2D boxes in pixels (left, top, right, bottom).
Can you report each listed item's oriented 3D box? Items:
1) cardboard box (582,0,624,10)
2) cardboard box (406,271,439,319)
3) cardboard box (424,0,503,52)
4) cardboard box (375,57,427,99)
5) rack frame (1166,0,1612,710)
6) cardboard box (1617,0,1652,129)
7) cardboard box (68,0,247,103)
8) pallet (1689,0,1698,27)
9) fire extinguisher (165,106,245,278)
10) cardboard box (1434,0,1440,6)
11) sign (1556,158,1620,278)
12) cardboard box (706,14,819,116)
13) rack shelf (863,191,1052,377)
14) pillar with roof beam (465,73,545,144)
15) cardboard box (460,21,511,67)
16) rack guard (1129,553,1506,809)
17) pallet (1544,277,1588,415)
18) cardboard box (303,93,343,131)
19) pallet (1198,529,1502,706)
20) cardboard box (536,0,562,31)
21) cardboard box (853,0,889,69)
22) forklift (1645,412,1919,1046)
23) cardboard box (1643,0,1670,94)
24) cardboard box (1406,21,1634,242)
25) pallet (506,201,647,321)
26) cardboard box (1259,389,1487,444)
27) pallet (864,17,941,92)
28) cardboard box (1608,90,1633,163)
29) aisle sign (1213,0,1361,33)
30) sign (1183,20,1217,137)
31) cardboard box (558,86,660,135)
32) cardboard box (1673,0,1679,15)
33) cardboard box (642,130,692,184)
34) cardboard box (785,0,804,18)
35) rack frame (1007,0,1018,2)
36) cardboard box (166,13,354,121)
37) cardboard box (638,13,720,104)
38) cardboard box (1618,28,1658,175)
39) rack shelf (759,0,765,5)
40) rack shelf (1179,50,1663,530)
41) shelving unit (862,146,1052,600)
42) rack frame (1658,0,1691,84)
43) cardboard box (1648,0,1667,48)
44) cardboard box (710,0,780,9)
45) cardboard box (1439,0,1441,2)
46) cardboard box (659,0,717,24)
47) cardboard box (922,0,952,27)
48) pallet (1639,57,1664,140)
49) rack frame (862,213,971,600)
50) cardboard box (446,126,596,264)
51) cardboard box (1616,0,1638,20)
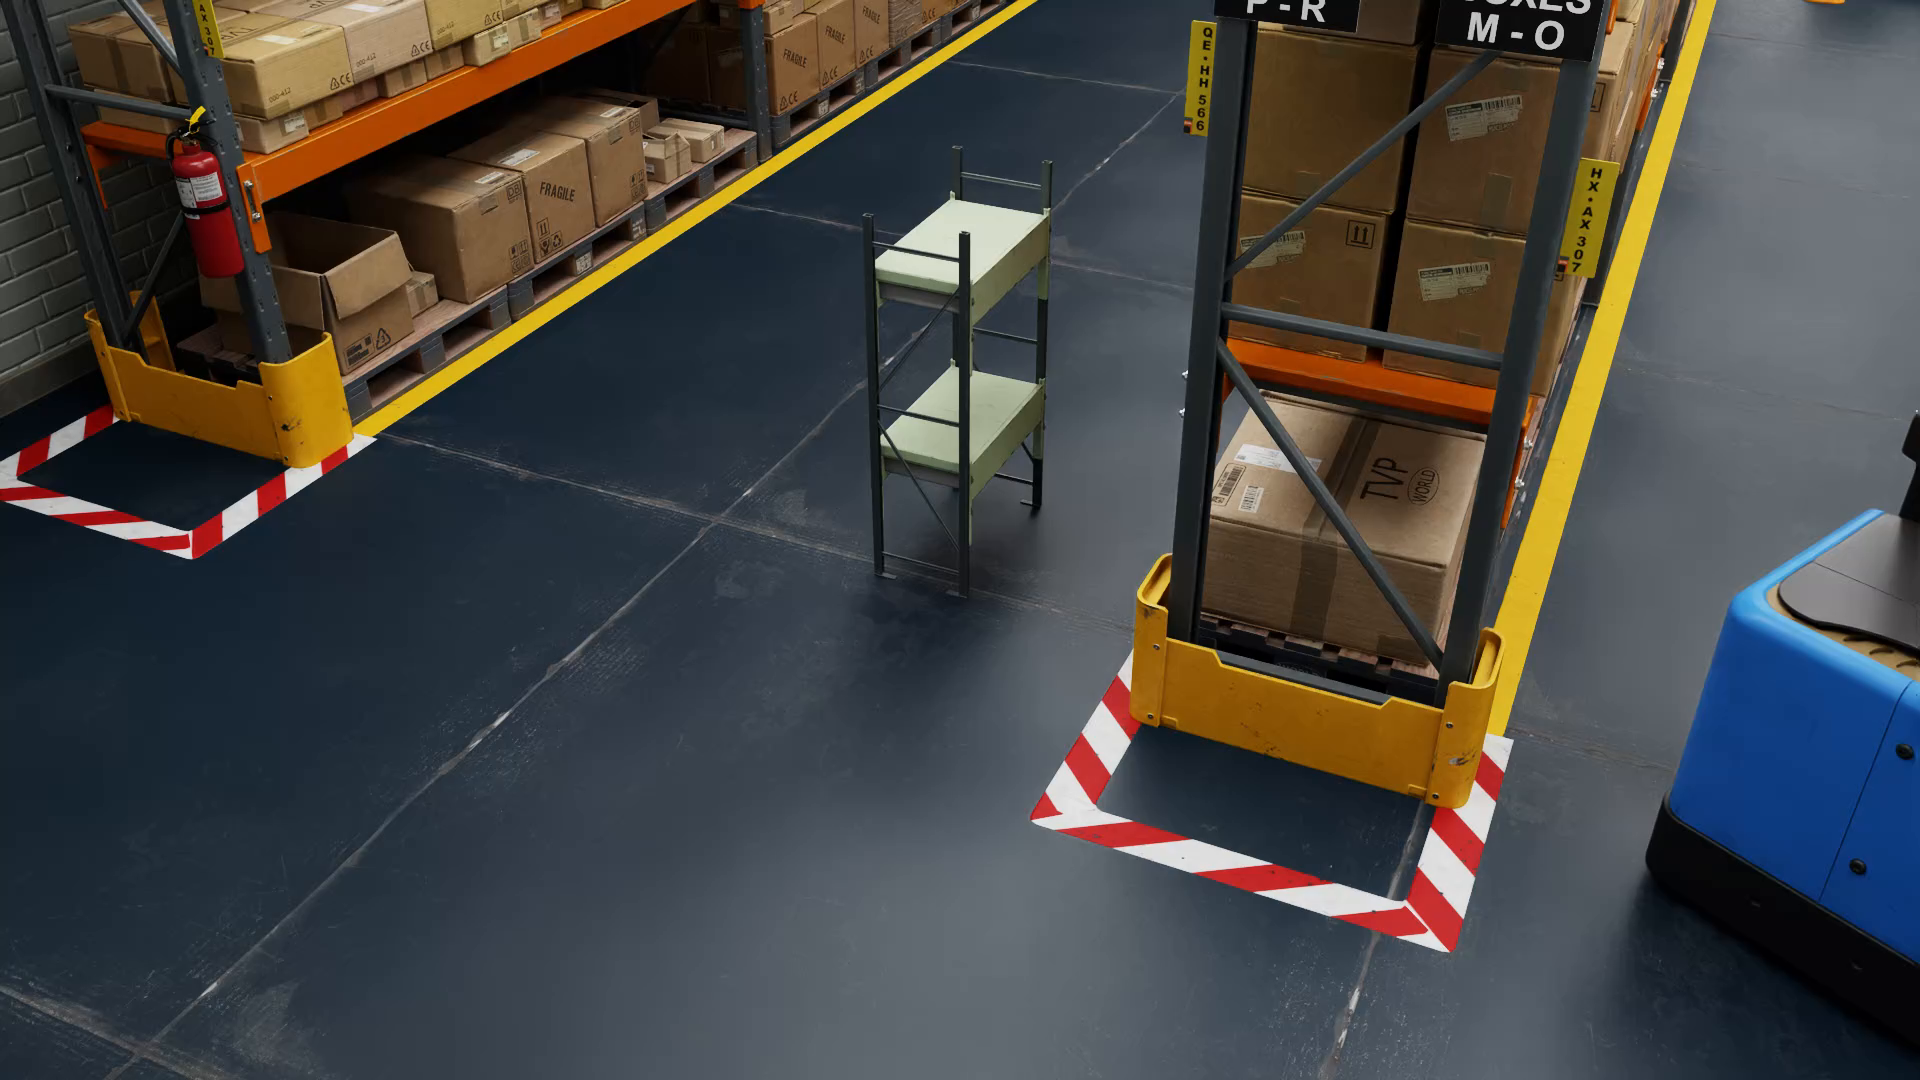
[{"bbox_3d":[-1.948,-2.877,8.631,0.380,0.149,0.250,14,36,20],"label":"cardboard box"},{"bbox_3d":[-2.771,-1.204,8.067,0.380,0.149,0.250,13,35,19],"label":"cardboard box"},{"bbox_3d":[-2.471,-2.465,7.639,0.500,0.250,0.500,13,36,20],"label":"cardboard box"},{"bbox_3d":[-2.635,-2.118,7.474,0.380,0.149,0.250,15,36,22],"label":"cardboard box"},{"bbox_3d":[1.184,-0.598,4.926,1.000,3.000,0.127,14,36,20],"label":"rack frame"},{"bbox_3d":[2.062,-1.748,5.678,0.500,0.500,0.500,14,36,20],"label":"cardboard box"},{"bbox_3d":[-3.374,-2.086,7.062,0.500,0.250,0.500,15,36,22],"label":"cardboard box"},{"bbox_3d":[5.371,-4.410,13.283,1.003,0.211,1.213,14,36,20],"label":"pallet"},{"bbox_3d":[-2.967,-1.367,6.510,0.296,0.674,0.183,14,36,20],"label":"fire extinguisher"},{"bbox_3d":[1.237,-1.686,4.990,0.380,0.149,0.250,15,36,21],"label":"cardboard box"},{"bbox_3d":[1.686,-0.863,4.468,0.100,0.325,0.005,14,36,20],"label":"sign"},{"bbox_3d":[-1.245,-3.046,10.557,0.500,0.500,0.500,16,36,23],"label":"cardboard box"},{"bbox_3d":[0.003,-0.957,6.130,0.431,0.370,0.720,14,36,20],"label":"rack shelf"},{"bbox_3d":[1.148,-5.108,6.333,9.100,9.000,0.400,14,36,20],"label":"pillar with roof beam"},{"bbox_3d":[-2.355,-2.360,7.843,0.380,0.149,0.250,13,35,19],"label":"cardboard box"},{"bbox_3d":[1.174,0.460,5.593,1.175,0.500,0.348,14,36,20],"label":"rack guard"},{"bbox_3d":[2.469,-1.063,8.179,1.003,0.211,1.213,14,36,20],"label":"pallet"},{"bbox_3d":[-2.874,-1.868,7.092,0.380,0.149,0.250,15,36,22],"label":"cardboard box"},{"bbox_3d":[1.448,0.152,6.325,1.003,0.211,1.213,14,36,20],"label":"pallet"},{"bbox_3d":[-2.218,-2.640,8.271,0.380,0.149,0.250,14,36,20],"label":"cardboard box"},{"bbox_3d":[-0.819,-3.561,11.342,0.500,0.500,0.500,13,35,19],"label":"cardboard box"},{"bbox_3d":[3.578,-0.458,4.776,3.031,2.935,1.130,-23,40,-31],"label":"forklift"},{"bbox_3d":[2.896,-2.342,7.495,0.500,0.500,0.500,15,36,21],"label":"cardboard box"},{"bbox_3d":[1.644,-1.231,4.889,0.500,0.500,0.500,13,36,19],"label":"cardboard box"},{"bbox_3d":[-2.449,-1.609,9.011,1.003,0.211,1.213,14,36,20],"label":"pallet"},{"bbox_3d":[1.745,-0.511,6.748,0.875,0.438,0.875,15,36,22],"label":"cardboard box"},{"bbox_3d":[-0.837,-3.584,12.024,1.003,0.211,1.213,14,36,20],"label":"pallet"},{"bbox_3d":[2.061,-1.320,5.937,0.500,0.500,0.500,14,36,20],"label":"cardboard box"},{"bbox_3d":[0.873,-1.720,4.267,0.394,0.787,0.004,14,36,20],"label":"aisle sign"},{"bbox_3d":[0.697,-1.312,4.744,0.100,0.325,0.005,14,36,20],"label":"sign"},{"bbox_3d":[-2.143,-2.503,9.901,0.500,0.311,0.500,15,36,22],"label":"cardboard box"},{"bbox_3d":[3.497,-2.944,8.641,0.500,0.250,0.500,13,36,19],"label":"cardboard box"},{"bbox_3d":[-1.768,-2.236,9.535,0.396,0.266,0.258,15,36,22],"label":"cardboard box"},{"bbox_3d":[-1.215,-3.402,10.507,0.380,0.149,0.250,13,35,19],"label":"cardboard box"},{"bbox_3d":[0.021,-5.719,12.736,1.000,3.000,0.127,14,36,20],"label":"rack frame"},{"bbox_3d":[-2.891,-1.960,6.870,0.500,0.250,0.500,14,36,21],"label":"cardboard box"},{"bbox_3d":[-1.715,-3.169,10.745,0.500,0.500,0.500,14,36,20],"label":"cardboard box"},{"bbox_3d":[2.489,-1.831,6.715,0.500,0.500,0.500,14,36,20],"label":"cardboard box"},{"bbox_3d":[-0.815,-4.422,11.414,1.077,0.370,4.000,14,36,20],"label":"rack shelf"},{"bbox_3d":[2.021,-1.293,6.642,1.077,0.370,4.000,14,36,20],"label":"rack shelf"},{"bbox_3d":[0.003,-0.631,6.344,0.431,1.500,0.755,14,36,20],"label":"shelving unit"},{"bbox_3d":[4.531,-4.582,11.002,1.000,3.000,0.127,14,36,20],"label":"rack frame"},{"bbox_3d":[2.487,-2.245,6.435,0.500,0.500,0.500,15,36,21],"label":"cardboard box"},{"bbox_3d":[-1.315,-3.384,10.209,0.380,0.149,0.250,14,36,20],"label":"cardboard box"},{"bbox_3d":[1.362,-1.619,5.481,0.500,0.500,0.500,14,36,21],"label":"cardboard box"},{"bbox_3d":[-1.760,-3.378,10.471,0.380,0.149,0.250,13,35,19],"label":"cardboard box"},{"bbox_3d":[-0.396,-4.081,12.135,0.500,0.500,0.500,16,36,23],"label":"cardboard box"},{"bbox_3d":[4.133,-3.041,11.195,1.003,0.211,1.213,14,36,20],"label":"pallet"},{"bbox_3d":[-0.150,-0.448,6.066,0.400,1.500,0.023,14,36,20],"label":"rack frame"},{"bbox_3d":[-2.279,-1.805,8.664,0.500,0.500,0.500,15,36,21],"label":"cardboard box"},{"bbox_3d":[1.842,-1.692,5.001,0.380,0.149,0.250,15,36,22],"label":"cardboard box"}]
